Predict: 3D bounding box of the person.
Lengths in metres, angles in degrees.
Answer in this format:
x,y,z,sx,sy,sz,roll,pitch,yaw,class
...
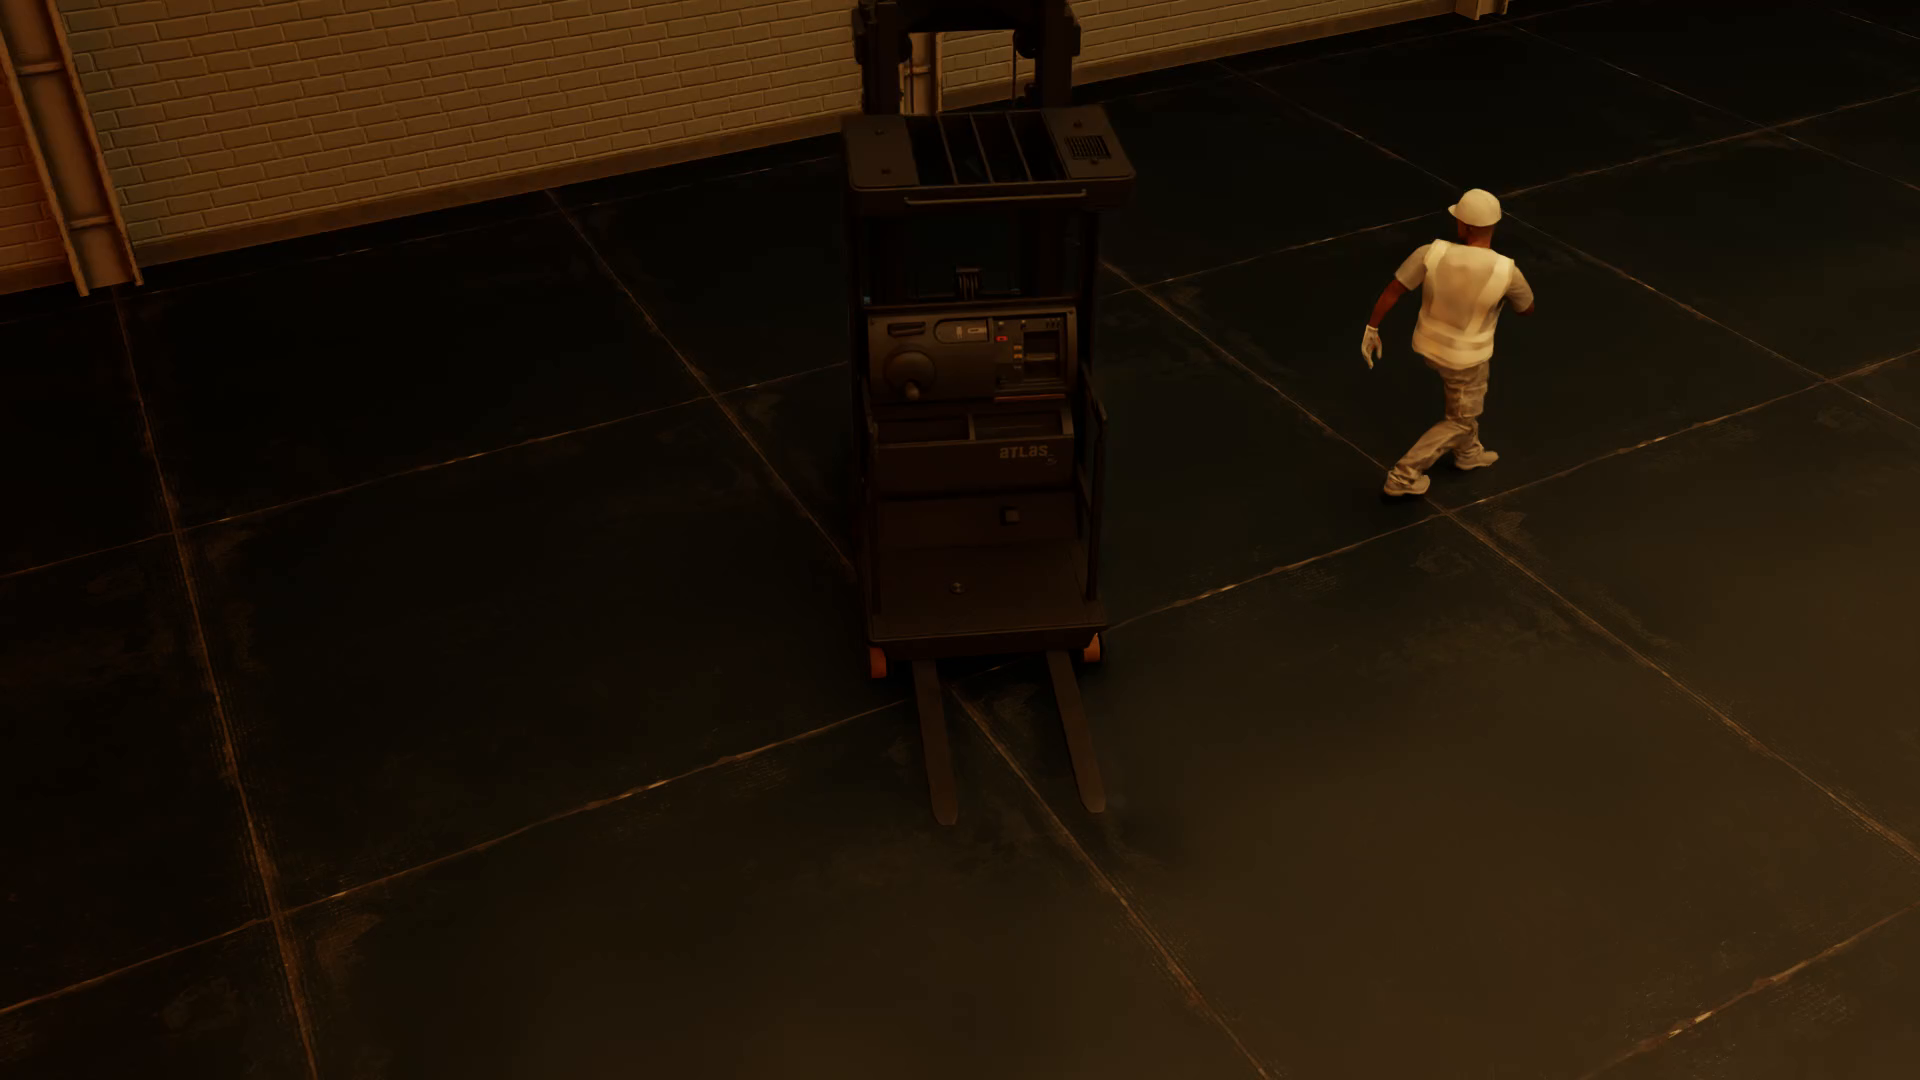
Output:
x,y,z,sx,sy,sz,roll,pitch,yaw,class
2.590,-1.018,8.663,0.975,1.706,0.572,-22,41,-28,person

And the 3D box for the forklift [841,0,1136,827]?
x,y,z,sx,sy,sz,roll,pitch,yaw,class
0.083,-0.761,7.199,1.130,2.935,3.031,-4,35,-5,forklift
